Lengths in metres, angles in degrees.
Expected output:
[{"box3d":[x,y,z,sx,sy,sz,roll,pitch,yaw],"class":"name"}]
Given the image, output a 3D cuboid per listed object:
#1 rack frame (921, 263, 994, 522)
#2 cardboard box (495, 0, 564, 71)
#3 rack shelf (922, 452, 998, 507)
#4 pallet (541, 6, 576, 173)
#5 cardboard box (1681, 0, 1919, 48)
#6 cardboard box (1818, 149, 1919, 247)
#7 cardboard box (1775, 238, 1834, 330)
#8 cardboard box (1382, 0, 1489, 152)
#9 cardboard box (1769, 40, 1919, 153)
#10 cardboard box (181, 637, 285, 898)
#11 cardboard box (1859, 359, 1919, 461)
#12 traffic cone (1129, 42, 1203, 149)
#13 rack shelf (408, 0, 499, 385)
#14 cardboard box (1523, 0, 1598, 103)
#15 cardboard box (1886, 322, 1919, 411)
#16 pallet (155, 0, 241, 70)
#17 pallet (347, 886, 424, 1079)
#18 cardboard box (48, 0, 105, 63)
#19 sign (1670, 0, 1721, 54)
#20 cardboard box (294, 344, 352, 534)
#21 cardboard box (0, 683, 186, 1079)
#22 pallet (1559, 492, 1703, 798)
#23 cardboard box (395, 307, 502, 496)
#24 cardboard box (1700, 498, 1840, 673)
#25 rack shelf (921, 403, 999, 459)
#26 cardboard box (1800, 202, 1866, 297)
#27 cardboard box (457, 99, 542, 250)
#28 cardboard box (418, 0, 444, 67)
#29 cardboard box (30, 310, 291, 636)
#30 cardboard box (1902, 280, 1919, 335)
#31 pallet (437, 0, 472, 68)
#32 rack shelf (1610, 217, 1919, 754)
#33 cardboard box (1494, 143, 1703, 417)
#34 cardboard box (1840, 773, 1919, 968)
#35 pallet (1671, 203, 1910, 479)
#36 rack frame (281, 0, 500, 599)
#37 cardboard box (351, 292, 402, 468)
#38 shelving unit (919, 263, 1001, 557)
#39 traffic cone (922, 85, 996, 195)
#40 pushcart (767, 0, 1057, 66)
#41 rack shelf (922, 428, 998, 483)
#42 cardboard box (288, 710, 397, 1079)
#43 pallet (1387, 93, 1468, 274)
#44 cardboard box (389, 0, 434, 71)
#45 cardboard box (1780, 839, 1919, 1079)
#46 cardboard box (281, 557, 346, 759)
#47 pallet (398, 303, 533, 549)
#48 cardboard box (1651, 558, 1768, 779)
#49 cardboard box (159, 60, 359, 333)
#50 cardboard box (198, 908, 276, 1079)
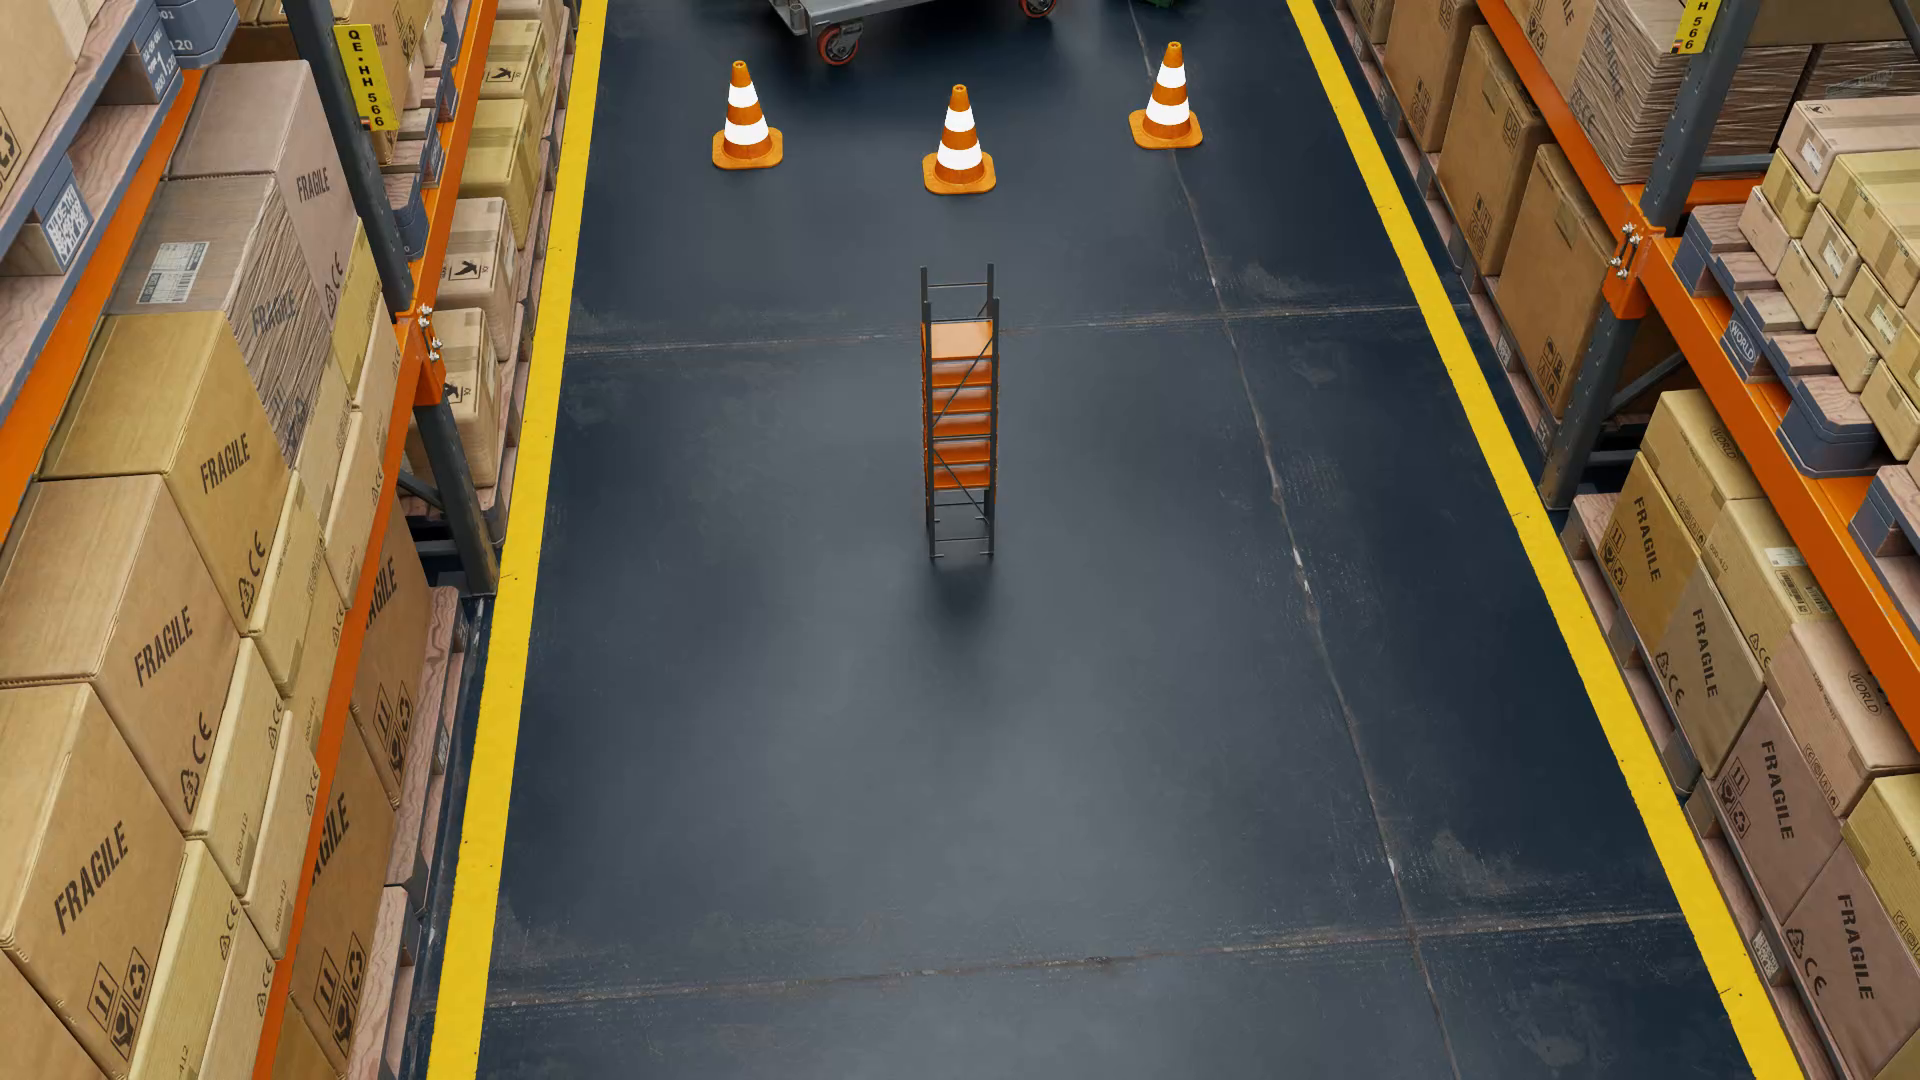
[{"box3d":[-0.009,-0.489,5.887,0.240,1.200,0.006,-3,47,-3],"class":"rack frame"},{"box3d":[-2.478,-2.594,8.162,0.950,0.372,0.625,-3,47,-3],"class":"cardboard box"},{"box3d":[-0.001,-0.227,6.031,0.258,0.103,0.180,-3,47,-3],"class":"rack shelf"},{"box3d":[-2.458,-2.211,8.198,1.003,0.211,1.213,-3,47,-3],"class":"pallet"},{"box3d":[2.707,-1.916,5.241,0.700,0.500,0.500,-4,47,-4],"class":"cardboard box"},{"box3d":[2.605,-0.935,4.543,0.380,0.149,0.250,-5,47,-4],"class":"cardboard box"},{"box3d":[2.593,-0.741,4.769,0.380,0.149,0.250,-1,47,-1],"class":"cardboard box"},{"box3d":[2.618,-2.336,7.656,1.050,0.750,0.750,-3,47,-3],"class":"cardboard box"},{"box3d":[2.966,-1.588,5.619,0.500,0.500,0.500,-3,47,-3],"class":"cardboard box"},{"box3d":[-1.742,0.491,3.478,0.500,0.250,0.500,-5,47,-4],"class":"cardboard box"},{"box3d":[2.640,-0.350,4.400,0.380,0.149,0.250,-2,47,-1],"class":"cardboard box"},{"box3d":[1.007,-2.172,7.989,0.336,0.463,0.334,-3,47,-3],"class":"traffic cone"},{"box3d":[-2.357,-2.038,6.610,1.077,0.370,4.000,-3,47,-3],"class":"rack shelf"},{"box3d":[2.389,-1.918,5.931,0.500,0.500,0.500,-3,47,-3],"class":"cardboard box"},{"box3d":[2.647,-0.440,4.279,0.380,0.149,0.250,-3,47,-3],"class":"cardboard box"},{"box3d":[-2.083,-1.343,3.520,1.213,0.211,1.003,-2,47,-1],"class":"pallet"},{"box3d":[-2.100,1.576,4.612,1.003,0.211,1.213,-3,47,-3],"class":"pallet"},{"box3d":[-1.726,-0.993,2.862,0.396,0.266,0.258,-5,47,-4],"class":"cardboard box"},{"box3d":[2.182,-1.575,4.878,0.100,0.325,0.005,-3,47,-3],"class":"sign"},{"box3d":[-1.849,-0.253,4.183,0.500,0.250,0.500,-5,47,-4],"class":"cardboard box"},{"box3d":[-1.715,0.612,2.847,0.500,0.500,0.500,-5,47,-4],"class":"cardboard box"},{"box3d":[2.798,0.312,5.809,1.003,0.211,1.213,-3,47,-3],"class":"pallet"},{"box3d":[-2.227,-0.489,6.168,0.950,0.372,0.625,-6,47,-6],"class":"cardboard box"},{"box3d":[2.593,0.125,4.982,0.500,0.250,0.500,-4,47,-4],"class":"cardboard box"},{"box3d":[-0.001,-0.392,5.857,0.258,0.103,0.180,-3,47,-3],"class":"rack shelf"},{"box3d":[2.600,-0.815,4.635,0.380,0.149,0.250,-1,47,-1],"class":"cardboard box"},{"box3d":[-2.355,-1.571,7.193,0.950,0.372,0.625,-2,47,-2],"class":"cardboard box"},{"box3d":[-2.001,-1.751,5.726,0.380,0.149,0.250,-3,47,-3],"class":"cardboard box"},{"box3d":[-1.800,-0.128,3.548,0.500,0.500,0.500,-3,47,-3],"class":"cardboard box"},{"box3d":[2.643,-0.565,4.194,0.380,0.149,0.250,-5,47,-5],"class":"cardboard box"},{"box3d":[-2.396,-2.202,6.402,1.003,0.211,1.213,-3,47,-3],"class":"pallet"},{"box3d":[2.902,0.482,4.223,1.077,0.370,4.000,-3,47,-3],"class":"rack shelf"},{"box3d":[2.773,-1.030,6.419,1.050,0.750,0.750,-4,47,-4],"class":"cardboard box"},{"box3d":[2.667,0.861,4.285,0.500,0.250,0.500,-5,47,-5],"class":"cardboard box"},{"box3d":[2.900,-0.638,4.920,1.213,0.211,1.003,-3,47,-3],"class":"pallet"},{"box3d":[-2.190,-0.839,4.978,1.000,3.000,0.127,-3,47,-3],"class":"rack frame"},{"box3d":[-1.889,-0.437,4.701,0.500,0.250,0.500,-5,47,-5],"class":"cardboard box"},{"box3d":[-0.001,-0.423,5.824,0.258,1.200,0.189,-3,47,-3],"class":"shelving unit"},{"box3d":[-0.005,-1.899,7.730,0.336,0.463,0.334,-3,47,-3],"class":"traffic cone"},{"box3d":[-0.257,-3.006,8.837,1.648,0.377,0.936,-19,49,-17],"class":"pushcart"},{"box3d":[-0.001,-0.310,5.944,0.258,0.103,0.180,-3,47,-3],"class":"rack shelf"},{"box3d":[-2.144,0.898,4.508,0.875,0.875,0.875,-3,47,-3],"class":"cardboard box"},{"box3d":[2.645,-1.709,7.724,1.003,0.211,1.213,-3,47,-3],"class":"pallet"},{"box3d":[-2.047,-1.836,5.360,0.500,0.500,0.500,-1,47,-1],"class":"cardboard box"},{"box3d":[2.675,1.134,4.543,0.500,0.500,0.500,-4,47,-4],"class":"cardboard box"},{"box3d":[-1.804,0.297,4.006,0.500,0.250,0.500,-4,47,-4],"class":"cardboard box"},{"box3d":[-2.254,-0.445,6.526,1.003,0.211,1.213,-3,47,-3],"class":"pallet"},{"box3d":[2.585,0.393,5.244,0.500,0.500,0.500,-3,47,-3],"class":"cardboard box"},{"box3d":[-1.886,-0.859,4.240,0.500,0.500,0.500,-5,47,-4],"class":"cardboard box"},{"box3d":[-1.700,1.026,3.315,0.500,0.250,0.500,-4,47,-4],"class":"cardboard box"}]
